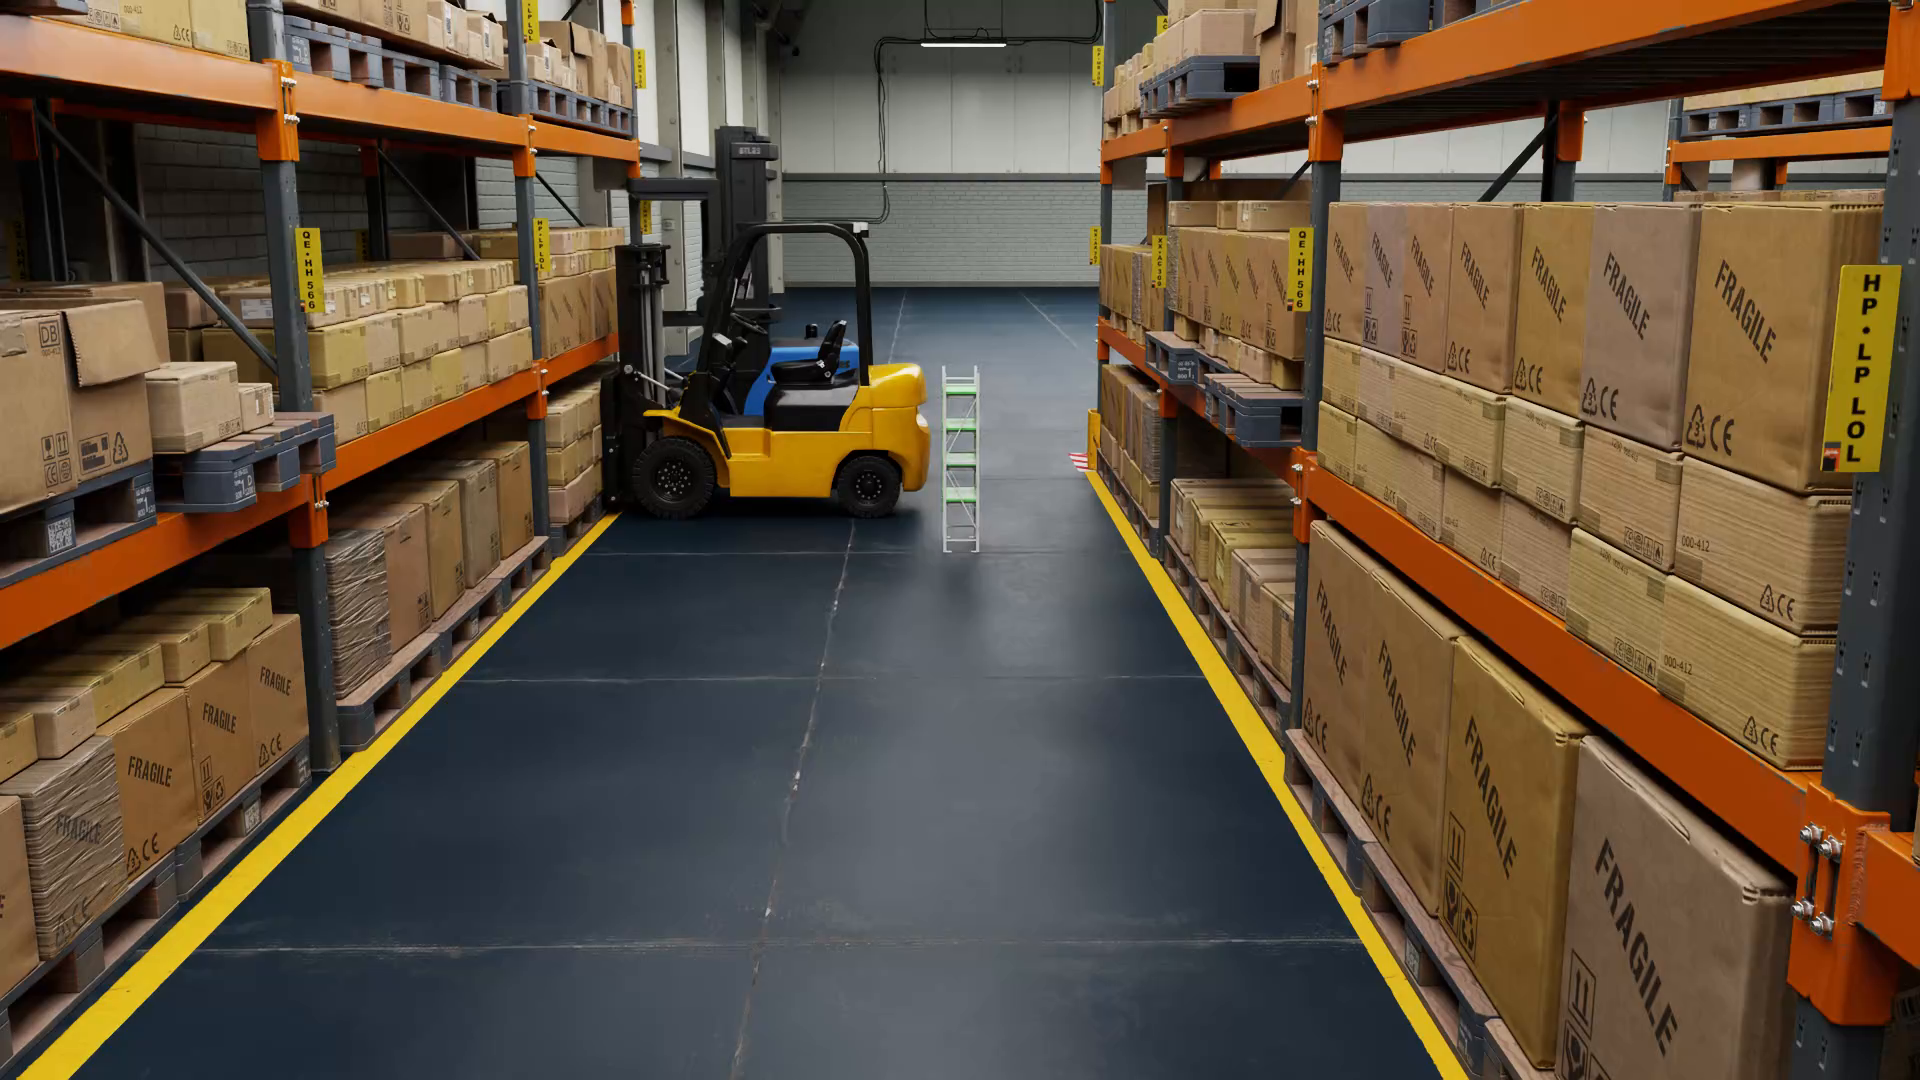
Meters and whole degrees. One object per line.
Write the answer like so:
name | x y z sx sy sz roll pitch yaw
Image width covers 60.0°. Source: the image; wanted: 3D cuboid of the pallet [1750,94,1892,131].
pallet | 6.720 -3.206 12.495 1.003 0.211 1.213 0 11 -1

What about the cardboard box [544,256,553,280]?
cardboard box | -2.911 -1.796 10.984 0.380 0.149 0.250 0 11 0

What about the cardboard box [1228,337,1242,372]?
cardboard box | 1.498 -0.894 7.995 0.380 0.149 0.250 0 11 0

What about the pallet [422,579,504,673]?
pallet | -3.078 0.443 8.845 1.003 0.211 1.213 0 11 -1

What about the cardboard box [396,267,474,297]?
cardboard box | -2.875 -1.409 9.076 0.380 0.149 0.250 -1 11 -3

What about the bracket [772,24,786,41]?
bracket | -4.333 -12.041 39.222 0.076 0.066 4.783 0 11 -1

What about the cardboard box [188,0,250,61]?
cardboard box | -2.825 -1.813 5.786 0.500 0.250 0.500 -1 11 -3

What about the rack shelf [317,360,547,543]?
rack shelf | -3.119 -0.563 8.599 1.077 0.370 4.000 0 11 -1

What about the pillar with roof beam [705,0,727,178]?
pillar with roof beam | -0.198 -8.502 30.833 9.100 9.000 0.400 0 11 -1

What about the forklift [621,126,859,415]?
forklift | -2.420 -2.107 14.574 3.031 2.935 1.130 -2 12 -12

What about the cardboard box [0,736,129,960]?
cardboard box | -2.812 0.891 4.853 0.500 0.500 0.500 -1 11 -3

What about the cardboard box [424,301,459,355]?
cardboard box | -2.881 -1.084 8.476 0.500 0.250 0.500 0 11 0

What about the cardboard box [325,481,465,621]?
cardboard box | -3.113 0.052 8.673 0.875 0.625 0.625 -1 11 -4

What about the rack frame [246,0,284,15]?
rack frame | -3.078 -3.458 5.971 1.000 3.000 0.127 0 11 -1

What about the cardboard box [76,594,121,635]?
cardboard box | -3.379 0.288 6.193 0.380 0.149 0.250 0 11 2

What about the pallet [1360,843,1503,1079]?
pallet | 1.848 1.227 4.983 1.003 0.211 1.213 0 11 -1

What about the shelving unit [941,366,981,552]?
shelving unit | 0.003 -0.555 11.278 0.258 1.200 0.503 0 11 -1

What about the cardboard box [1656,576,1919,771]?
cardboard box | 1.706 0.241 3.202 0.500 0.250 0.500 -1 11 -3

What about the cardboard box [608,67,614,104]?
cardboard box | -2.917 -3.553 13.015 0.396 0.266 0.258 0 11 -1

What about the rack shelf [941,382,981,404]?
rack shelf | 0.003 -0.963 11.195 0.258 0.148 0.480 0 11 -1

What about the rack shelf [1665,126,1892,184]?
rack shelf | 6.708 -2.890 12.523 1.077 0.370 4.000 0 11 -1

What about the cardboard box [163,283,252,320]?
cardboard box | -3.348 -1.052 7.317 0.380 0.149 0.250 0 11 -1

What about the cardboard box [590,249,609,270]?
cardboard box | -2.905 -2.152 12.741 0.380 0.149 0.250 0 11 -1

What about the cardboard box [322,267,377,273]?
cardboard box | -3.405 -1.406 9.061 0.380 0.149 0.250 0 11 -1

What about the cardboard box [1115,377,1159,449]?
cardboard box | 1.478 -0.985 12.844 0.500 0.500 0.500 0 11 0

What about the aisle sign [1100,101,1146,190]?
aisle sign | 1.408 -3.414 14.306 0.394 0.787 0.004 0 11 -1

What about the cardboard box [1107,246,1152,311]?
cardboard box | 1.466 -2.126 13.494 0.500 0.500 0.500 0 11 1

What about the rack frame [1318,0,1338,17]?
rack frame | 1.885 -3.479 6.075 1.000 3.000 0.127 0 11 -1

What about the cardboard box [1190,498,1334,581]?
cardboard box | 1.834 -0.005 9.592 0.950 0.372 0.625 0 11 2

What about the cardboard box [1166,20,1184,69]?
cardboard box | 1.425 -2.718 9.188 0.500 0.250 0.500 0 11 -2

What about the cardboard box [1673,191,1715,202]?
cardboard box | 6.635 -2.699 14.223 0.875 0.550 0.550 0 11 -1

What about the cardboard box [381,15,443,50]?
cardboard box | -2.818 -2.544 8.335 0.380 0.149 0.250 0 11 -2

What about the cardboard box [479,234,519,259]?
cardboard box | -2.870 -1.890 10.701 0.380 0.149 0.250 0 11 0

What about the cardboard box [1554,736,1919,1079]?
cardboard box | 1.875 0.969 3.528 0.875 0.875 0.875 0 11 1

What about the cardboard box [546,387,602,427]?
cardboard box | -2.879 -0.959 12.088 0.500 0.250 0.500 0 11 1

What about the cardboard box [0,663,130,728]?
cardboard box | -2.851 0.489 5.201 0.380 0.149 0.250 0 11 -2

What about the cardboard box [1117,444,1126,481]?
cardboard box | 1.486 -0.616 12.911 0.500 0.250 0.500 1 11 3

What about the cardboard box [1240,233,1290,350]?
cardboard box | 1.576 -1.132 7.537 0.500 0.500 0.500 0 11 -2

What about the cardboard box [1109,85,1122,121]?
cardboard box | 1.464 -3.470 13.206 0.500 0.250 0.500 0 11 -2

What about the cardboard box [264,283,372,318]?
cardboard box | -2.828 -1.053 7.324 0.380 0.149 0.250 0 11 0

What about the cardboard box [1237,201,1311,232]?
cardboard box | 1.569 -1.582 8.123 0.380 0.149 0.250 -1 11 -4

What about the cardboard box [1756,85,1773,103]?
cardboard box | 6.379 -3.451 12.806 0.380 0.149 0.250 0 11 -2

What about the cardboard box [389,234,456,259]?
cardboard box | -3.469 -1.888 10.690 0.380 0.149 0.250 0 11 -1

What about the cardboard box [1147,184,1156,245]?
cardboard box | 1.948 -2.713 13.875 0.700 0.500 0.500 -1 11 -3

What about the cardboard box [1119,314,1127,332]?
cardboard box | 1.461 -1.733 13.187 0.380 0.149 0.250 0 11 0

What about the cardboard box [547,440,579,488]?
cardboard box | -2.862 -0.514 11.149 0.500 0.250 0.500 0 11 -1

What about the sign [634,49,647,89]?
sign | -2.700 -3.973 14.025 0.100 0.325 0.005 0 11 -1

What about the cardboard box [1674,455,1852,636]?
cardboard box | 1.715 -0.002 3.145 0.500 0.250 0.500 0 11 -1

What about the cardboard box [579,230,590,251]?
cardboard box | -2.988 -2.246 12.453 0.380 0.149 0.250 0 11 0

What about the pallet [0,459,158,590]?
pallet | -3.033 -0.037 4.681 1.003 0.211 1.213 0 11 -1

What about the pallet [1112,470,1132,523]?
pallet | 1.725 -0.344 12.724 1.003 0.211 1.213 0 11 -1

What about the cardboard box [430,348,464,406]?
cardboard box | -2.875 -0.839 8.528 0.500 0.250 0.500 0 11 1

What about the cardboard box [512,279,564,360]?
cardboard box | -2.909 -1.451 10.917 0.500 0.500 0.500 -1 11 -3

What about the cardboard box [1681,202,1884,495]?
cardboard box | 1.707 -0.371 3.076 0.500 0.500 0.500 0 11 1

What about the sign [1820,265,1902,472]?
sign | 1.425 -0.268 2.625 0.100 0.325 0.005 0 11 -1

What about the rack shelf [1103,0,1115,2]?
rack shelf | 1.761 -4.318 12.026 1.077 0.370 4.000 0 11 -1
